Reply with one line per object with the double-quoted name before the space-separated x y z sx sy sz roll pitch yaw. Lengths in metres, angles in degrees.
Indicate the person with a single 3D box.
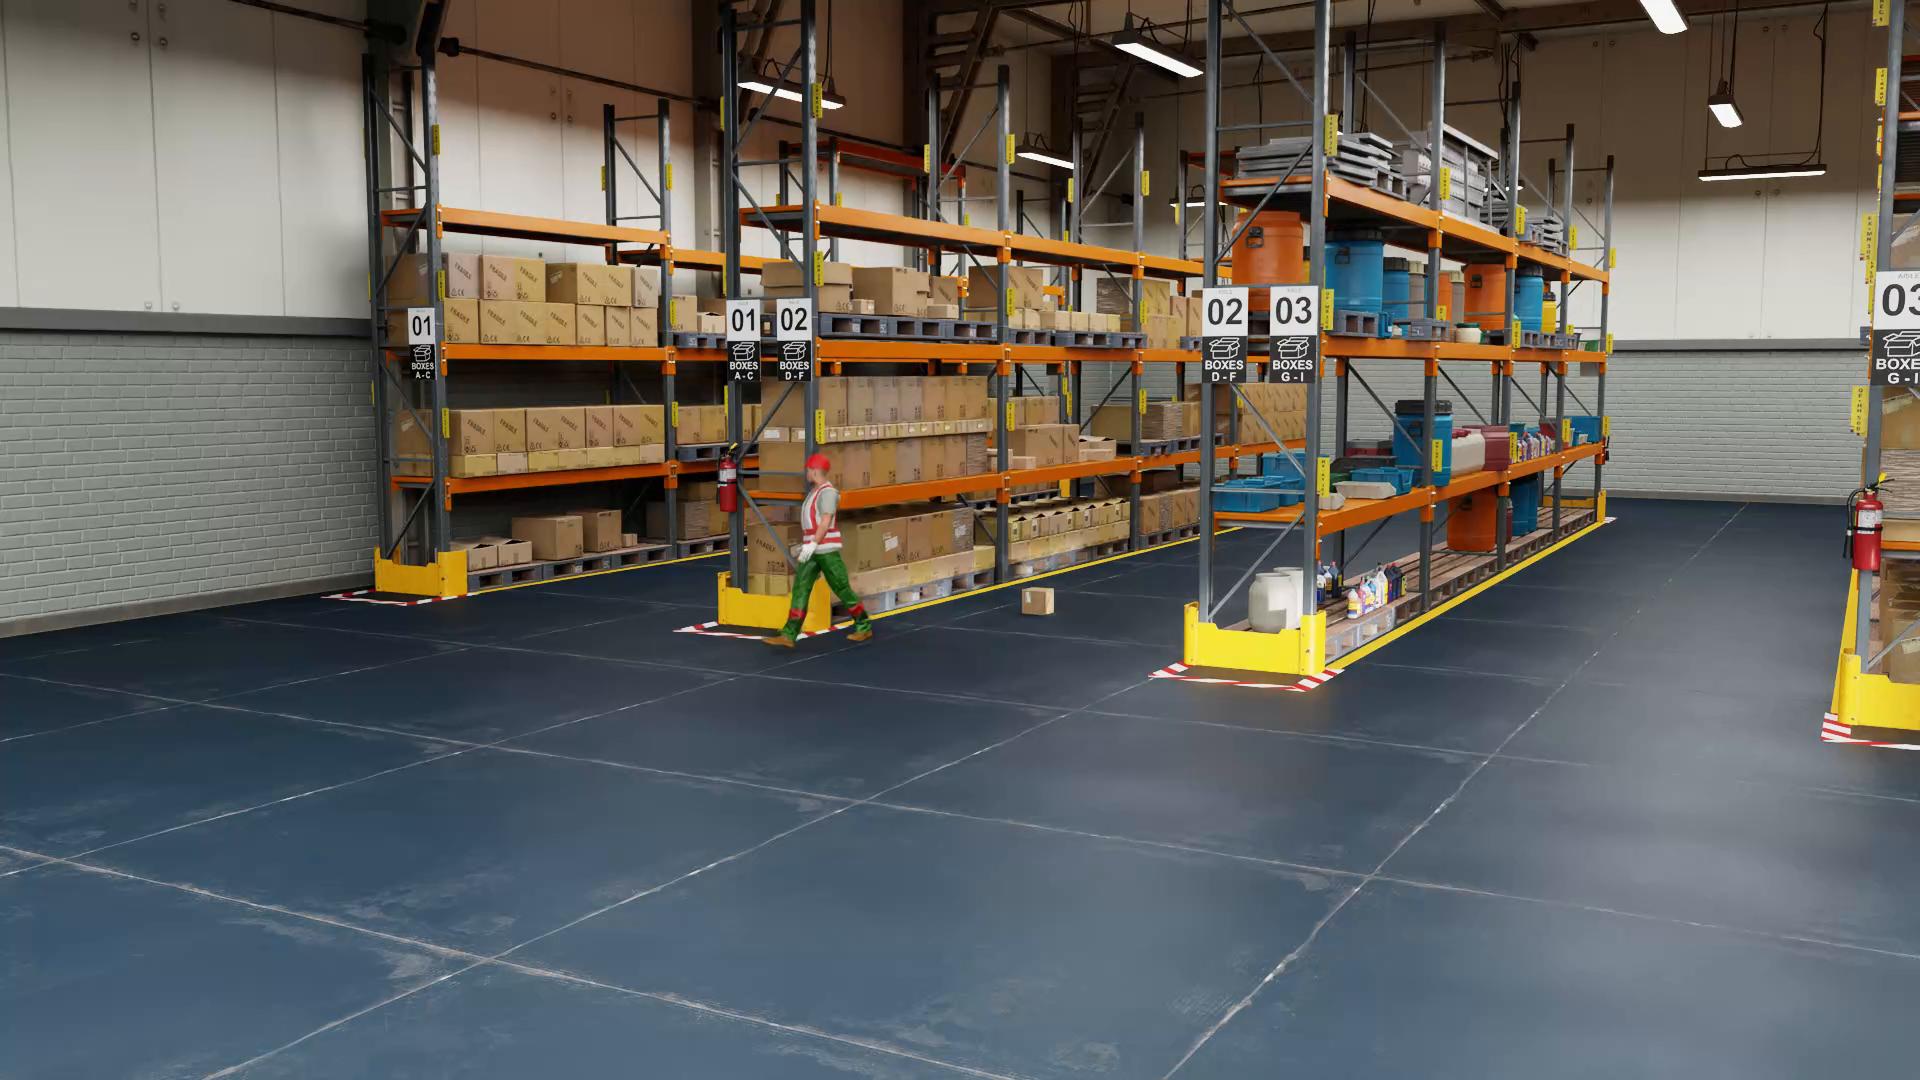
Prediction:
"person" -1.289 0.102 14.961 1.051 1.738 0.615 -3 7 -30
